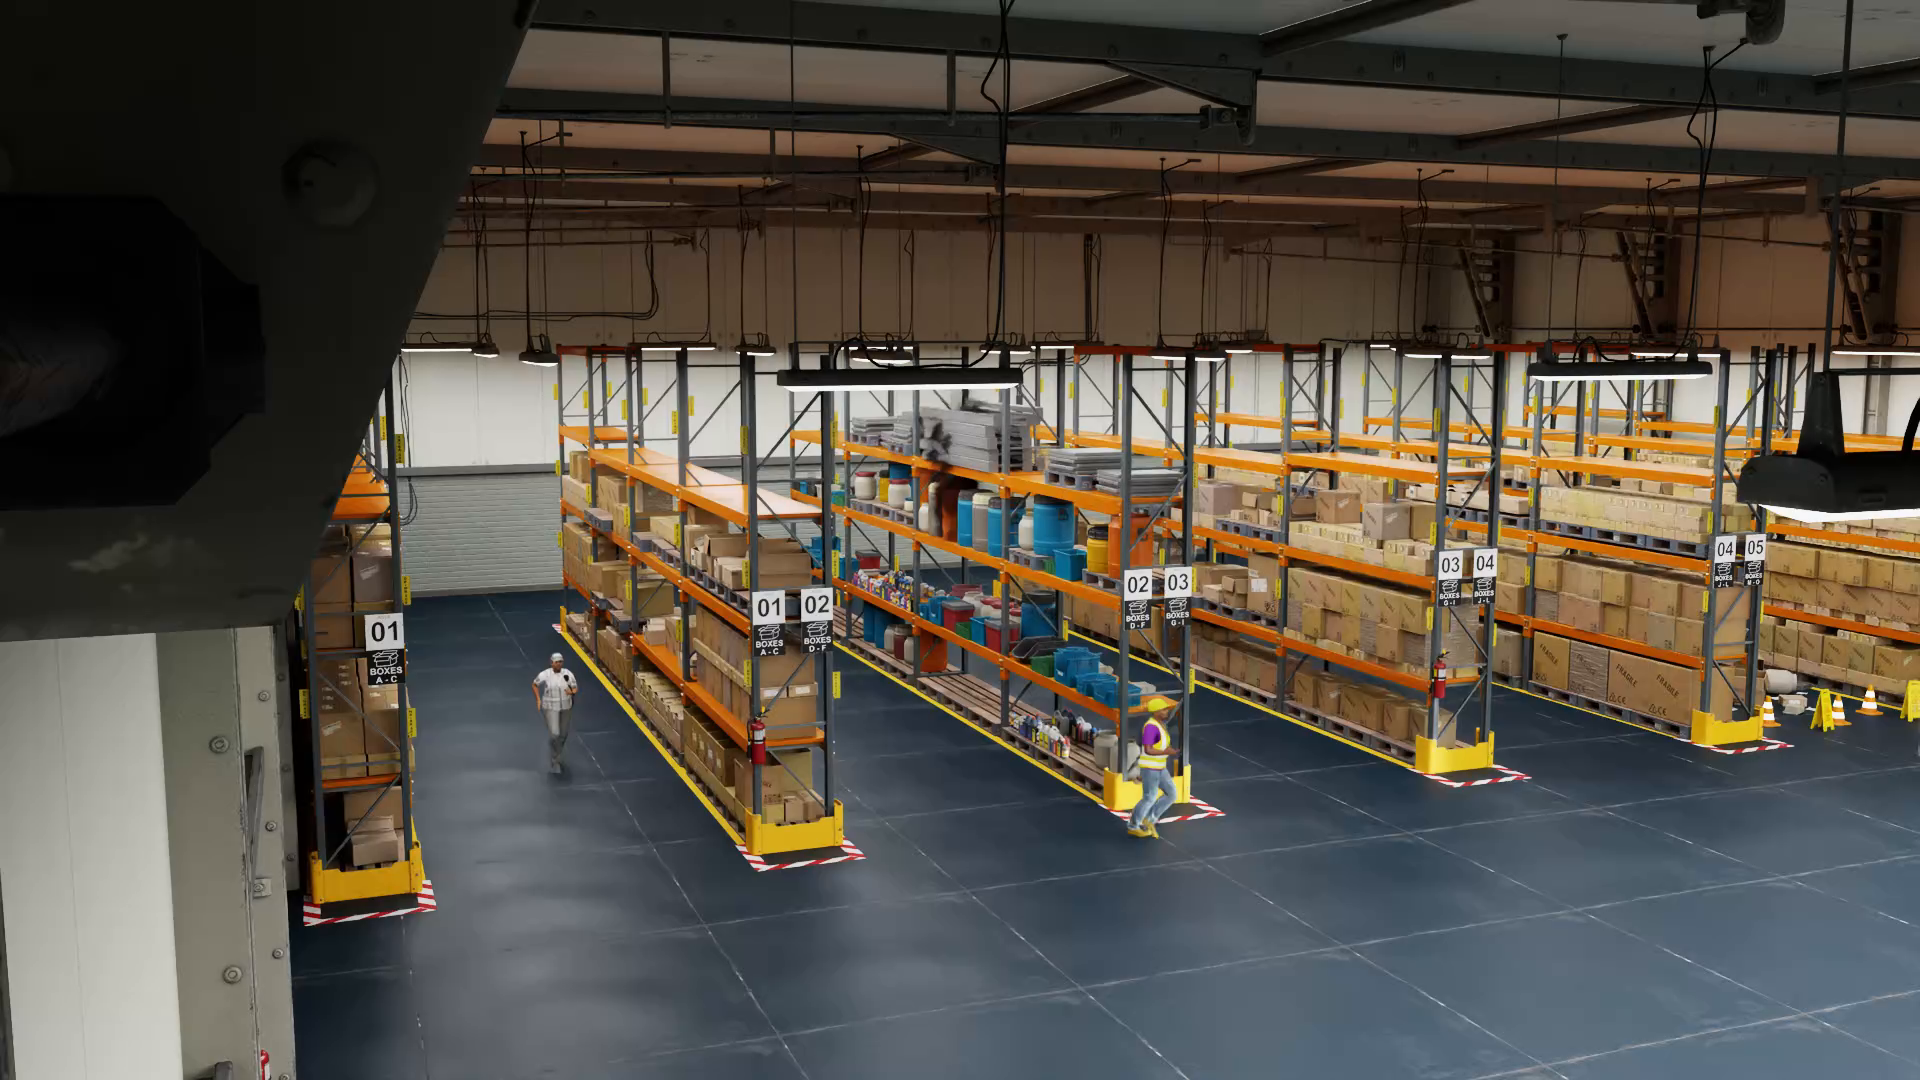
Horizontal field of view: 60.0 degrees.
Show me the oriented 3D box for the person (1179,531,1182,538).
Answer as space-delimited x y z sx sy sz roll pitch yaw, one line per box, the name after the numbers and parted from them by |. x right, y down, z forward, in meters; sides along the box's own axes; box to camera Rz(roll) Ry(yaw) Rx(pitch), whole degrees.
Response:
5.606 0.221 41.309 0.913 1.753 0.766 -3 8 -21 | person

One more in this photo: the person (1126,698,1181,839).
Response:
2.459 2.851 20.744 0.678 1.769 0.701 3 8 23 | person

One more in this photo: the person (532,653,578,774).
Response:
-5.803 2.476 23.971 0.582 1.732 0.744 -5 9 -32 | person
